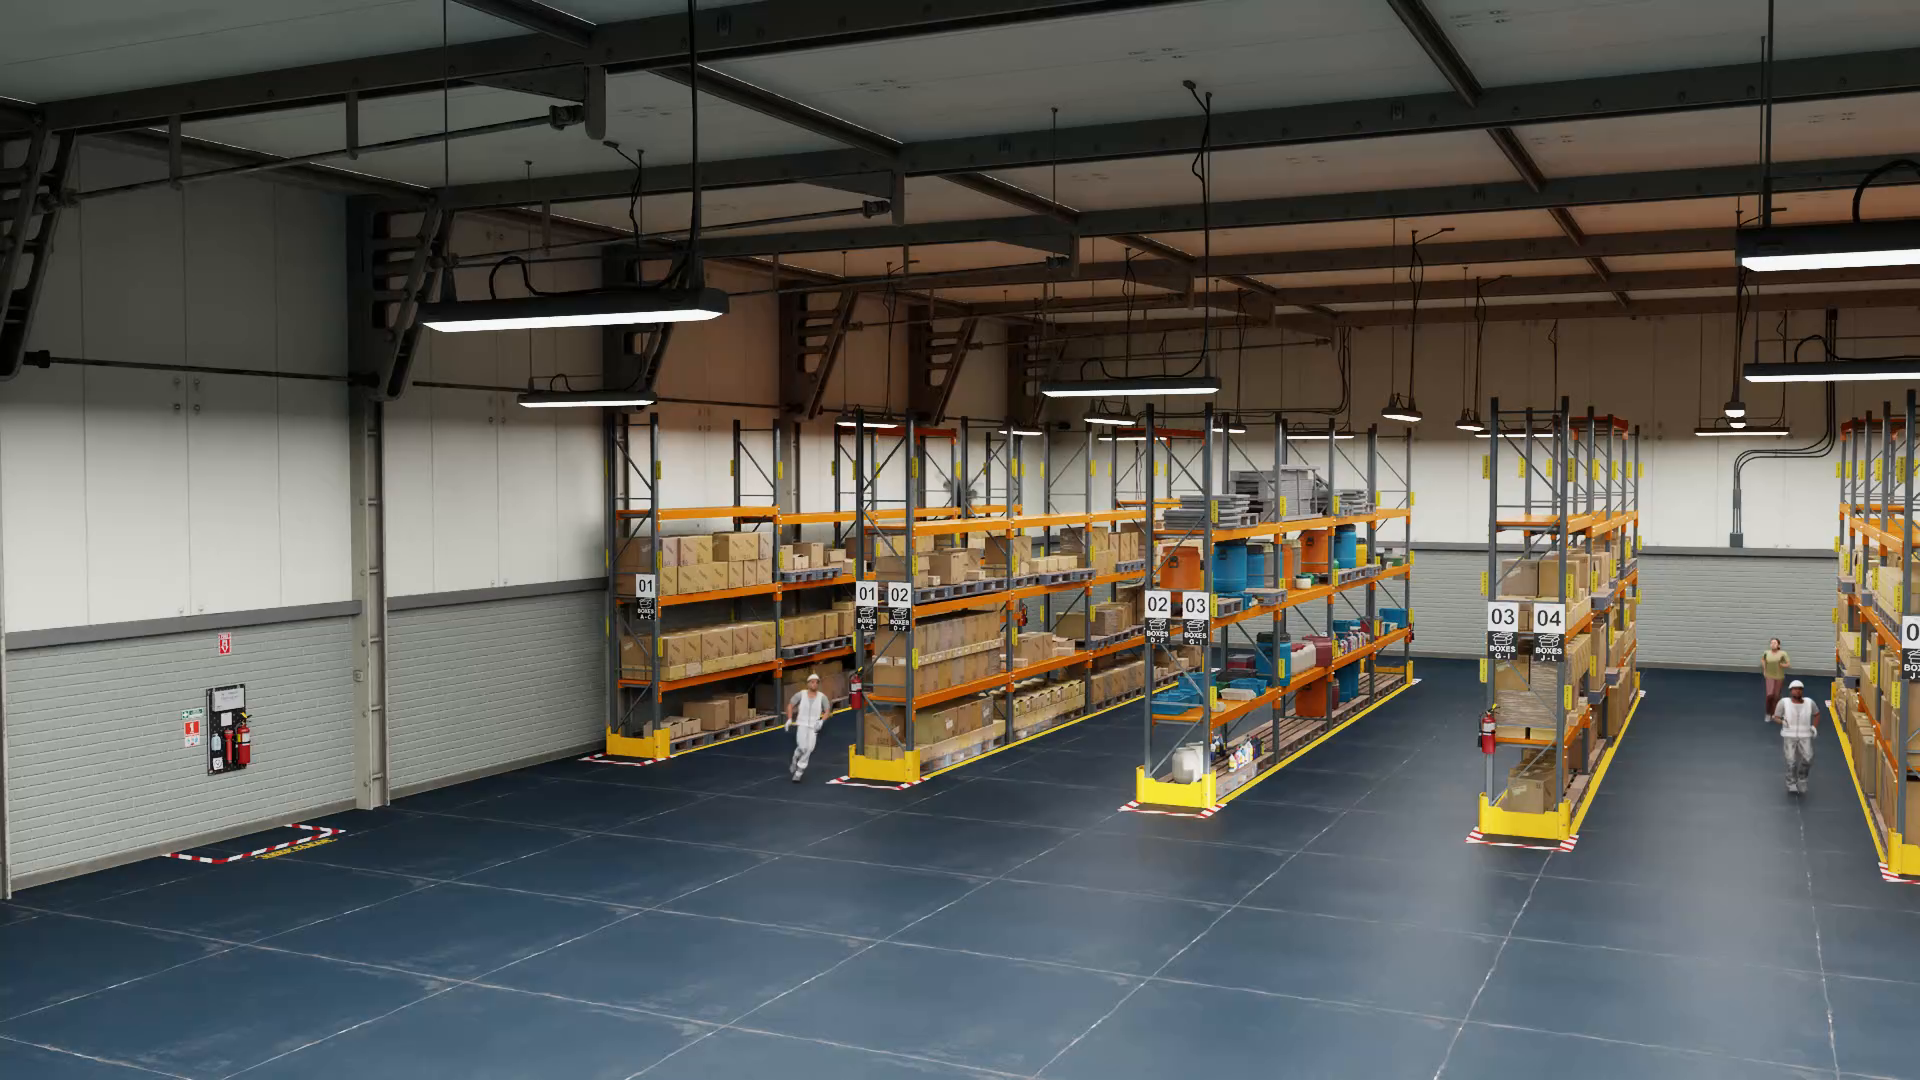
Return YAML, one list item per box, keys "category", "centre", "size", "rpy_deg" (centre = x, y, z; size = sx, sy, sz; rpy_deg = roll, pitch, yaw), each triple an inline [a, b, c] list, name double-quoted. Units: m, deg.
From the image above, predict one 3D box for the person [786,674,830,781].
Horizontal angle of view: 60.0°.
- category: "person"
  centre: [-2.434, 3.021, 26.724]
  size: [0.713, 1.706, 0.512]
  rpy_deg: [0, 2, -12]

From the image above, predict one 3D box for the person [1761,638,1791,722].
- category: "person"
  centre: [16.230, 2.790, 33.098]
  size: [0.548, 1.702, 0.688]
  rpy_deg: [1, 3, 29]

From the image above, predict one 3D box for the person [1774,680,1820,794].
- category: "person"
  centre: [12.890, 3.038, 25.582]
  size: [0.656, 1.743, 0.629]
  rpy_deg: [1, 3, 21]
